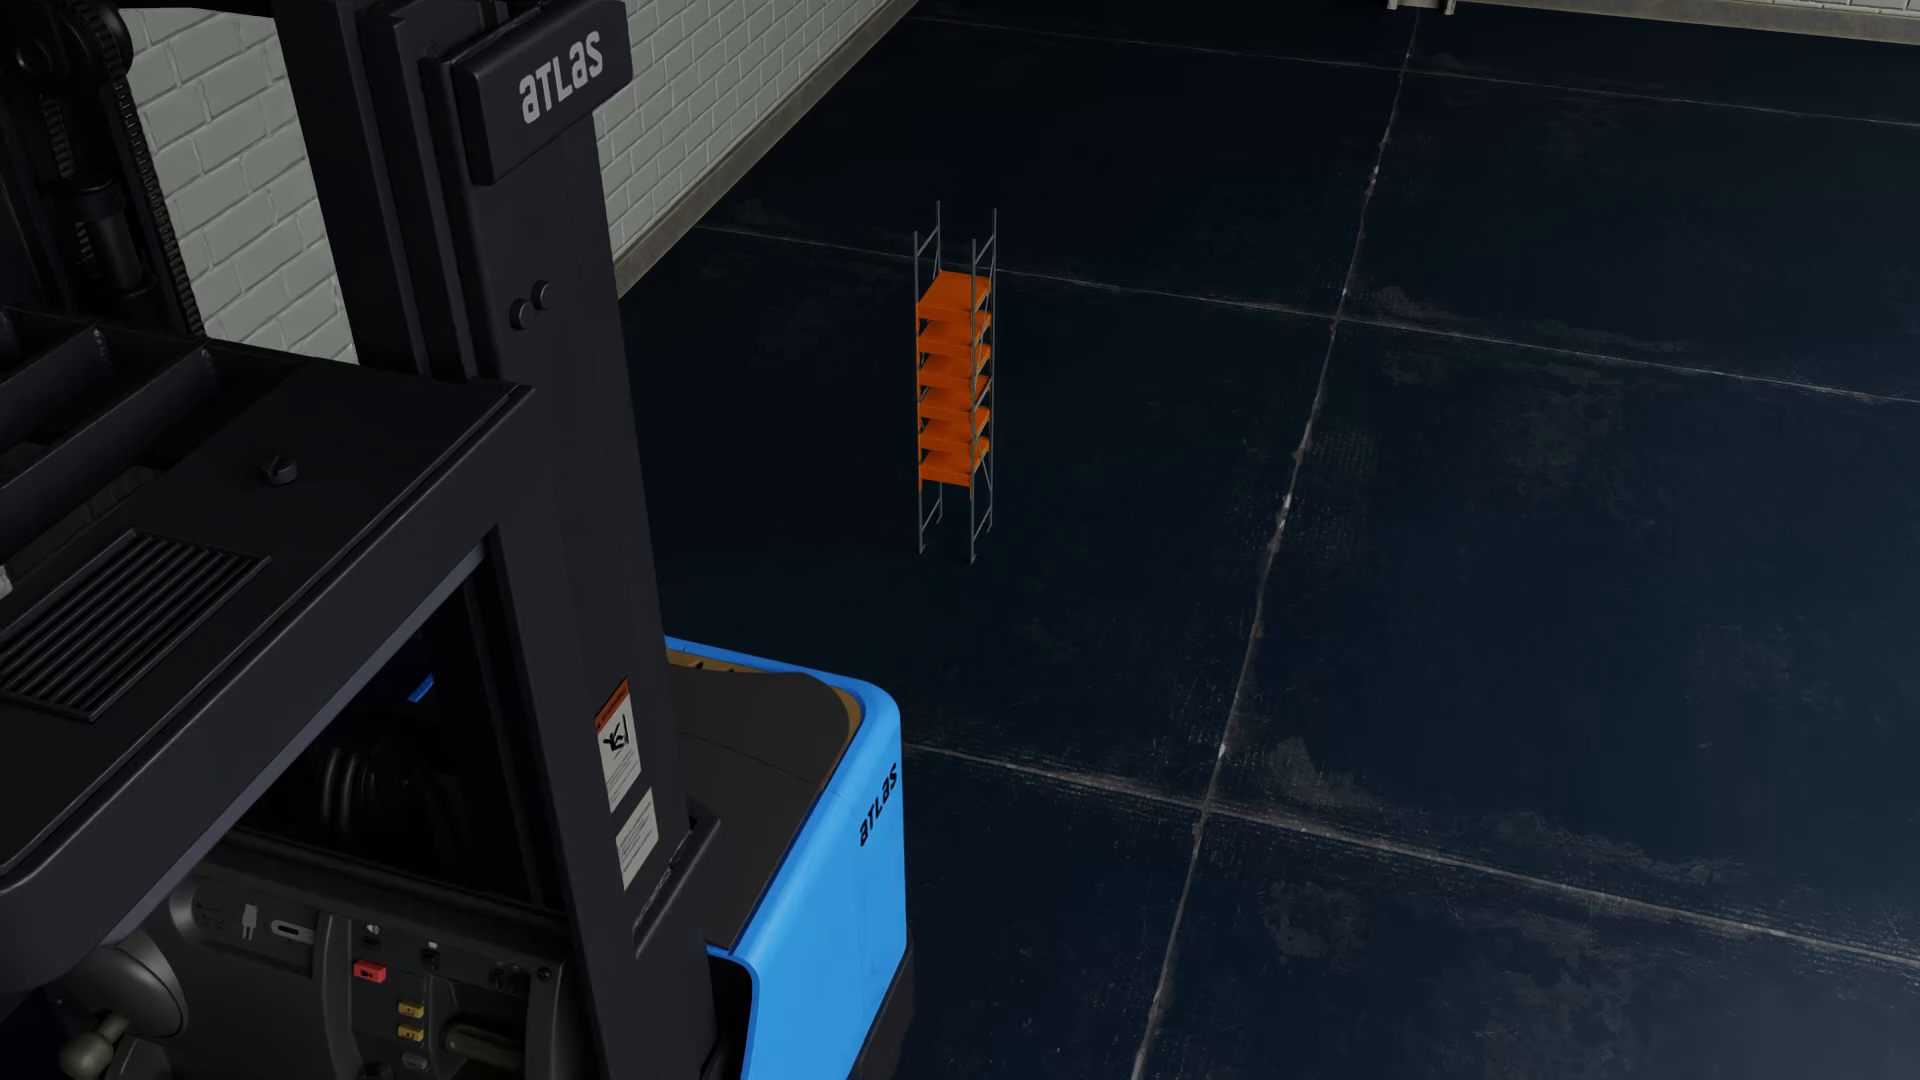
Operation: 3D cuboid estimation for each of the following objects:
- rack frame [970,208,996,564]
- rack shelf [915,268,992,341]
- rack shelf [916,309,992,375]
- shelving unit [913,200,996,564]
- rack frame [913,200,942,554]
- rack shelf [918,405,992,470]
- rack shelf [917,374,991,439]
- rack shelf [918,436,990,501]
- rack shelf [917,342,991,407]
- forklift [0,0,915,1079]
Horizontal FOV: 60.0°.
[{"bbox_3d":[0.074,-0.470,5.376,0.006,1.200,0.240,10,38,14],"label":"rack frame"},{"bbox_3d":[-0.014,-0.740,5.211,0.180,0.103,0.258,10,38,14],"label":"rack shelf"},{"bbox_3d":[-0.014,-0.643,5.282,0.180,0.103,0.258,10,38,14],"label":"rack shelf"},{"bbox_3d":[-0.014,-0.486,5.398,0.189,1.200,0.258,10,38,14],"label":"shelving unit"},{"bbox_3d":[-0.101,-0.502,5.420,0.006,1.200,0.240,10,38,14],"label":"rack frame"},{"bbox_3d":[-0.014,-0.353,5.495,0.180,0.103,0.258,10,38,14],"label":"rack shelf"},{"bbox_3d":[-0.014,-0.450,5.424,0.180,0.103,0.258,10,38,14],"label":"rack shelf"},{"bbox_3d":[-0.014,-0.257,5.566,0.180,0.103,0.258,10,38,14],"label":"rack shelf"},{"bbox_3d":[-0.014,-0.547,5.353,0.180,0.103,0.258,10,38,14],"label":"rack shelf"},{"bbox_3d":[-1.062,0.732,2.282,1.130,2.935,3.031,11,38,15],"label":"forklift"}]
